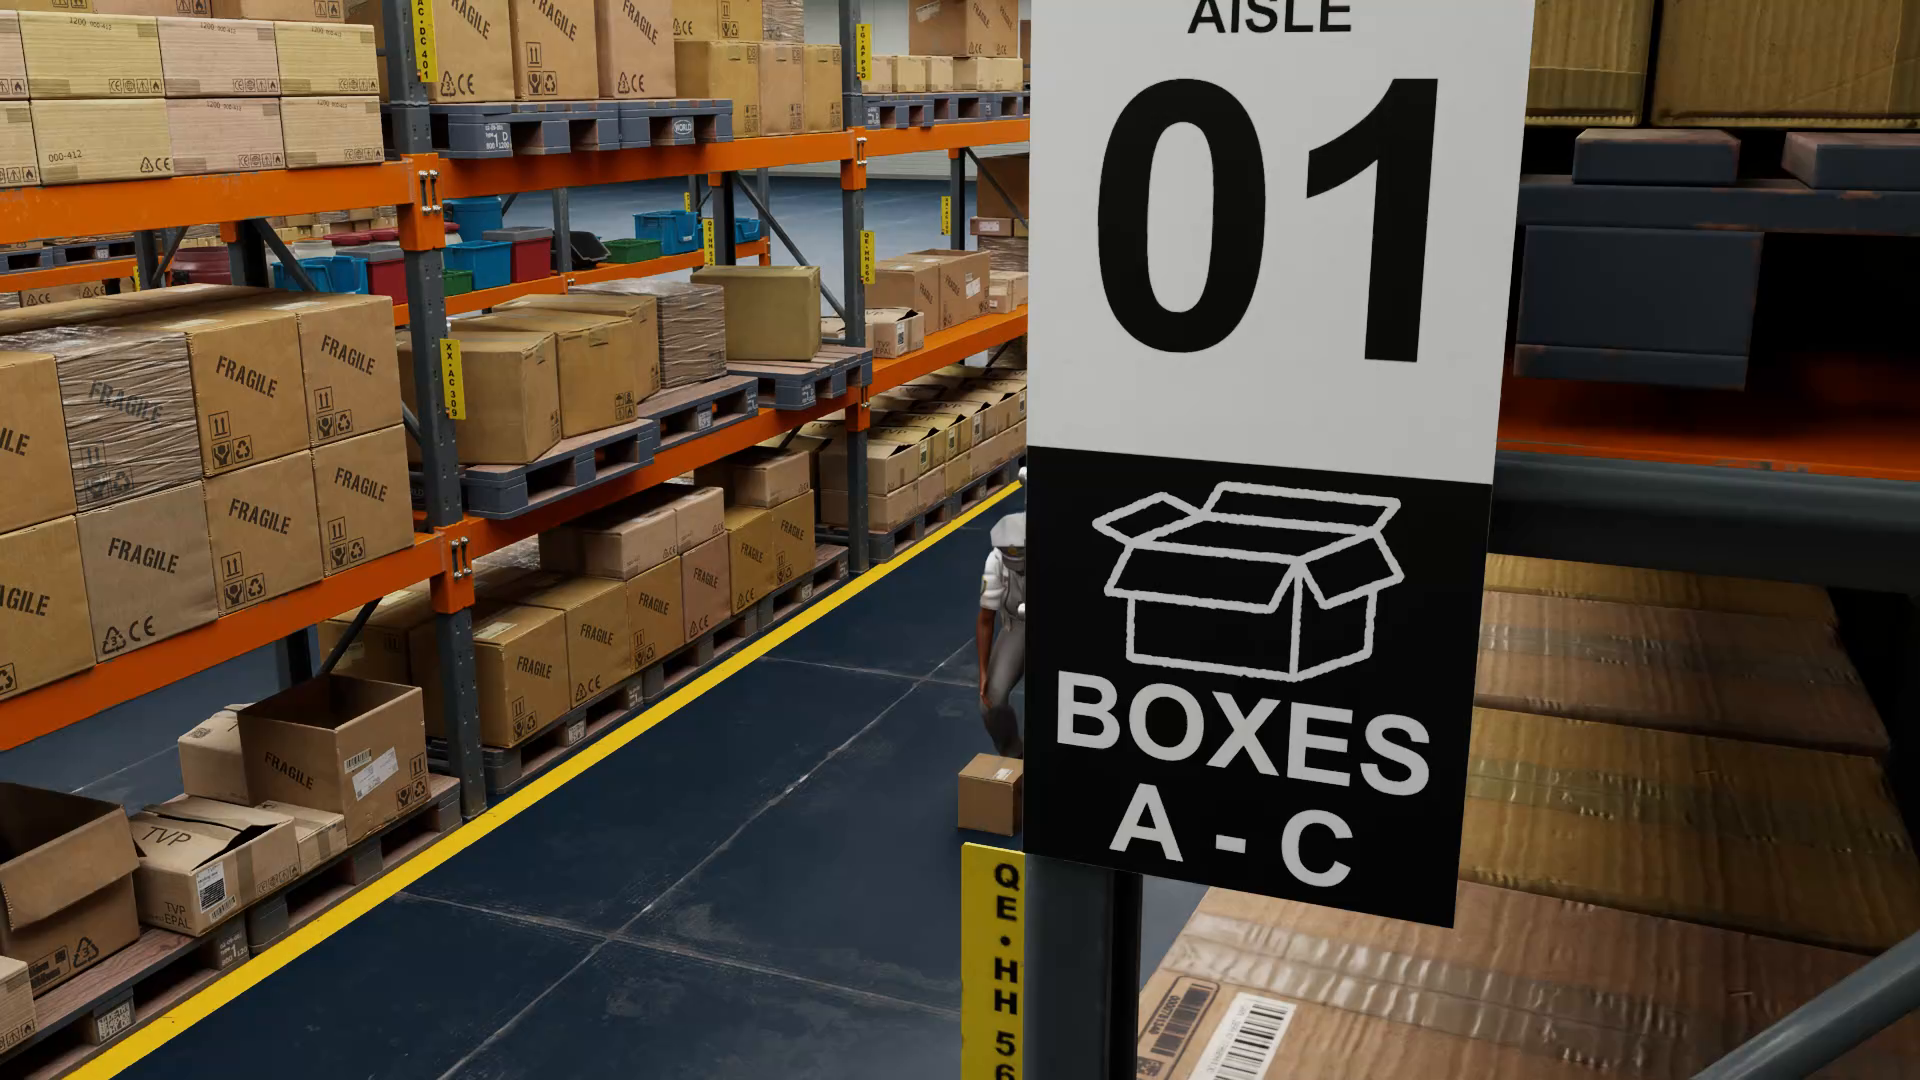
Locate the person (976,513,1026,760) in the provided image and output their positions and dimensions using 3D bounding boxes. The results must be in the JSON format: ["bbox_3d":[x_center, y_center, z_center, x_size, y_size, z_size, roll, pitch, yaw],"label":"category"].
[{"bbox_3d":[0.340,0.486,7.413,0.496,1.331,0.741,6,17,21],"label":"person"}]
